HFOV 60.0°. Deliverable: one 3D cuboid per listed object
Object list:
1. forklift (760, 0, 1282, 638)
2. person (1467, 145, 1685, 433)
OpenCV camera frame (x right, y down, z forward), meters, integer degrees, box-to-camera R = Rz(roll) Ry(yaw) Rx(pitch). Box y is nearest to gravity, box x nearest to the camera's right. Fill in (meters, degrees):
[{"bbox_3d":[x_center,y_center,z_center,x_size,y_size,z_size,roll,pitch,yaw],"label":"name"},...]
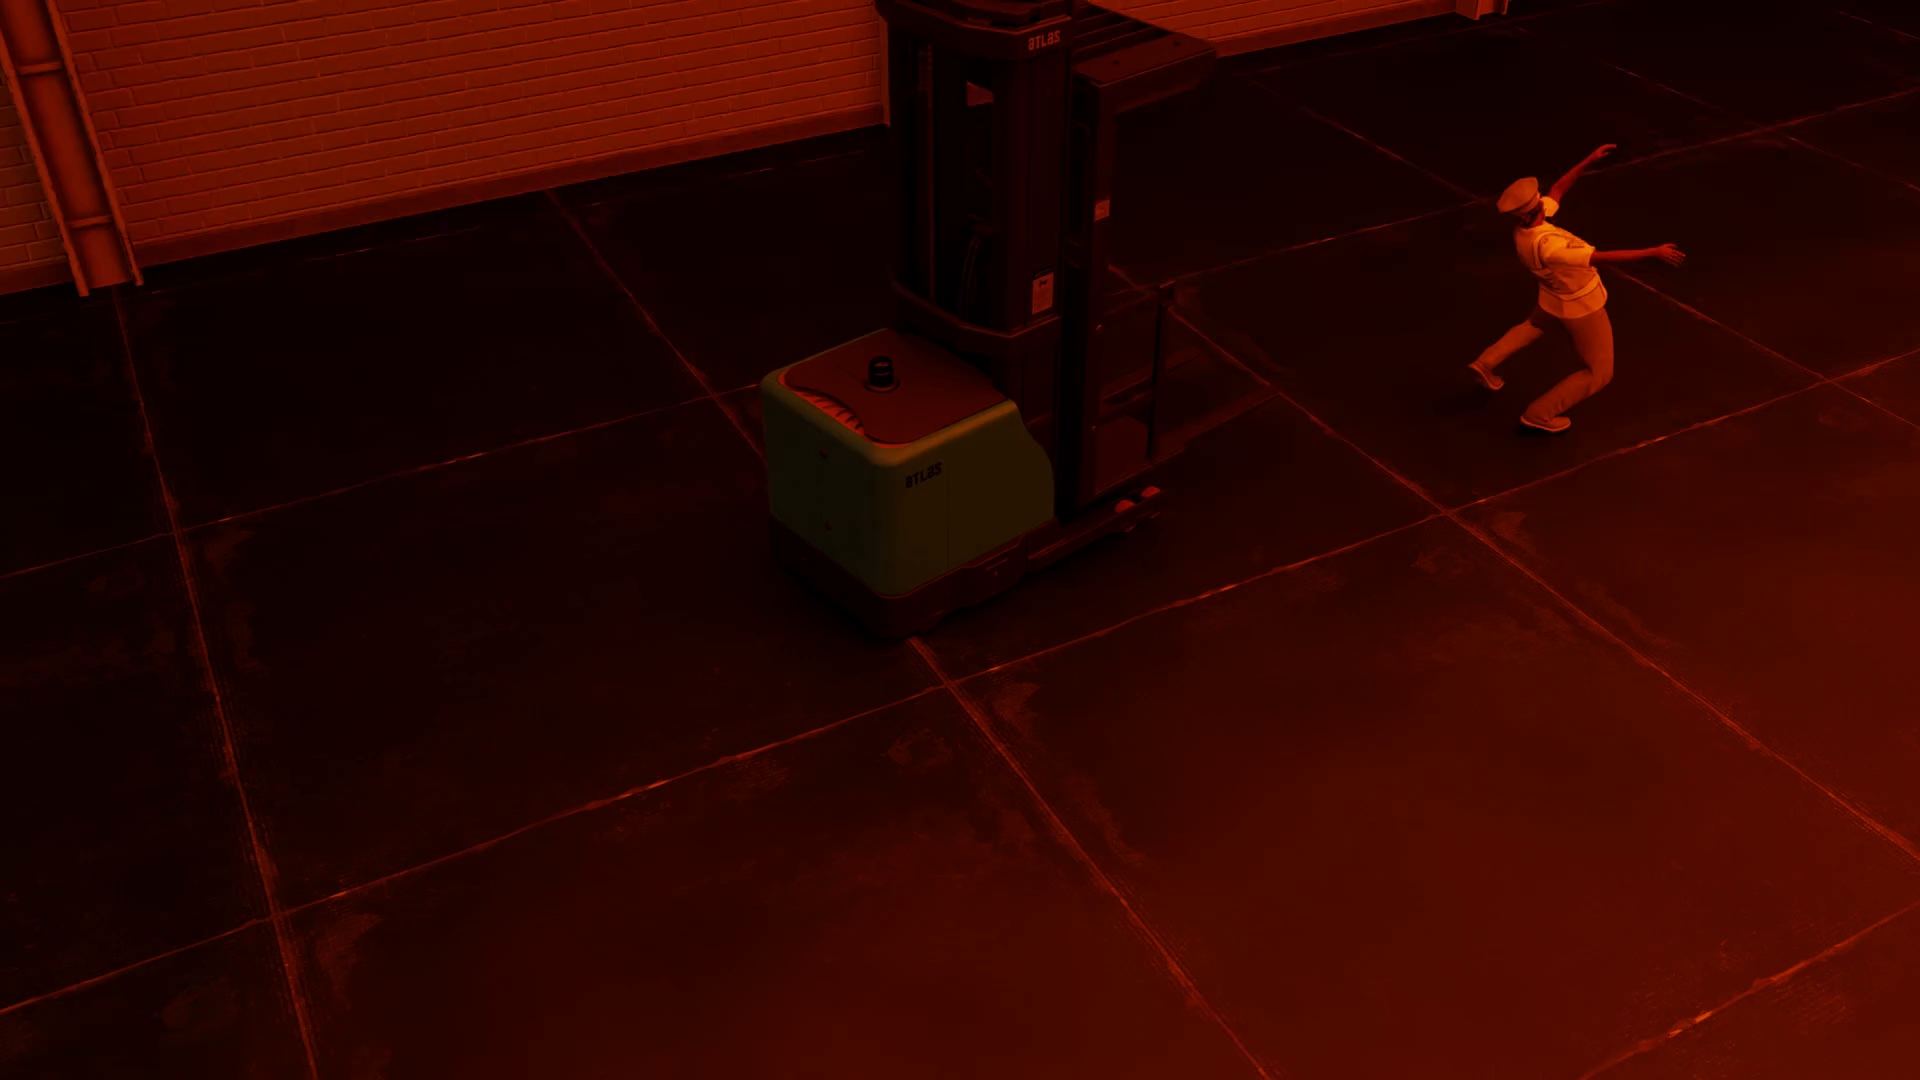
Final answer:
[{"bbox_3d":[0.475,-1.446,8.169,3.031,2.935,1.130,-26,43,-32],"label":"forklift"},{"bbox_3d":[3.335,-1.284,9.124,0.701,1.553,0.993,-13,37,-17],"label":"person"}]
